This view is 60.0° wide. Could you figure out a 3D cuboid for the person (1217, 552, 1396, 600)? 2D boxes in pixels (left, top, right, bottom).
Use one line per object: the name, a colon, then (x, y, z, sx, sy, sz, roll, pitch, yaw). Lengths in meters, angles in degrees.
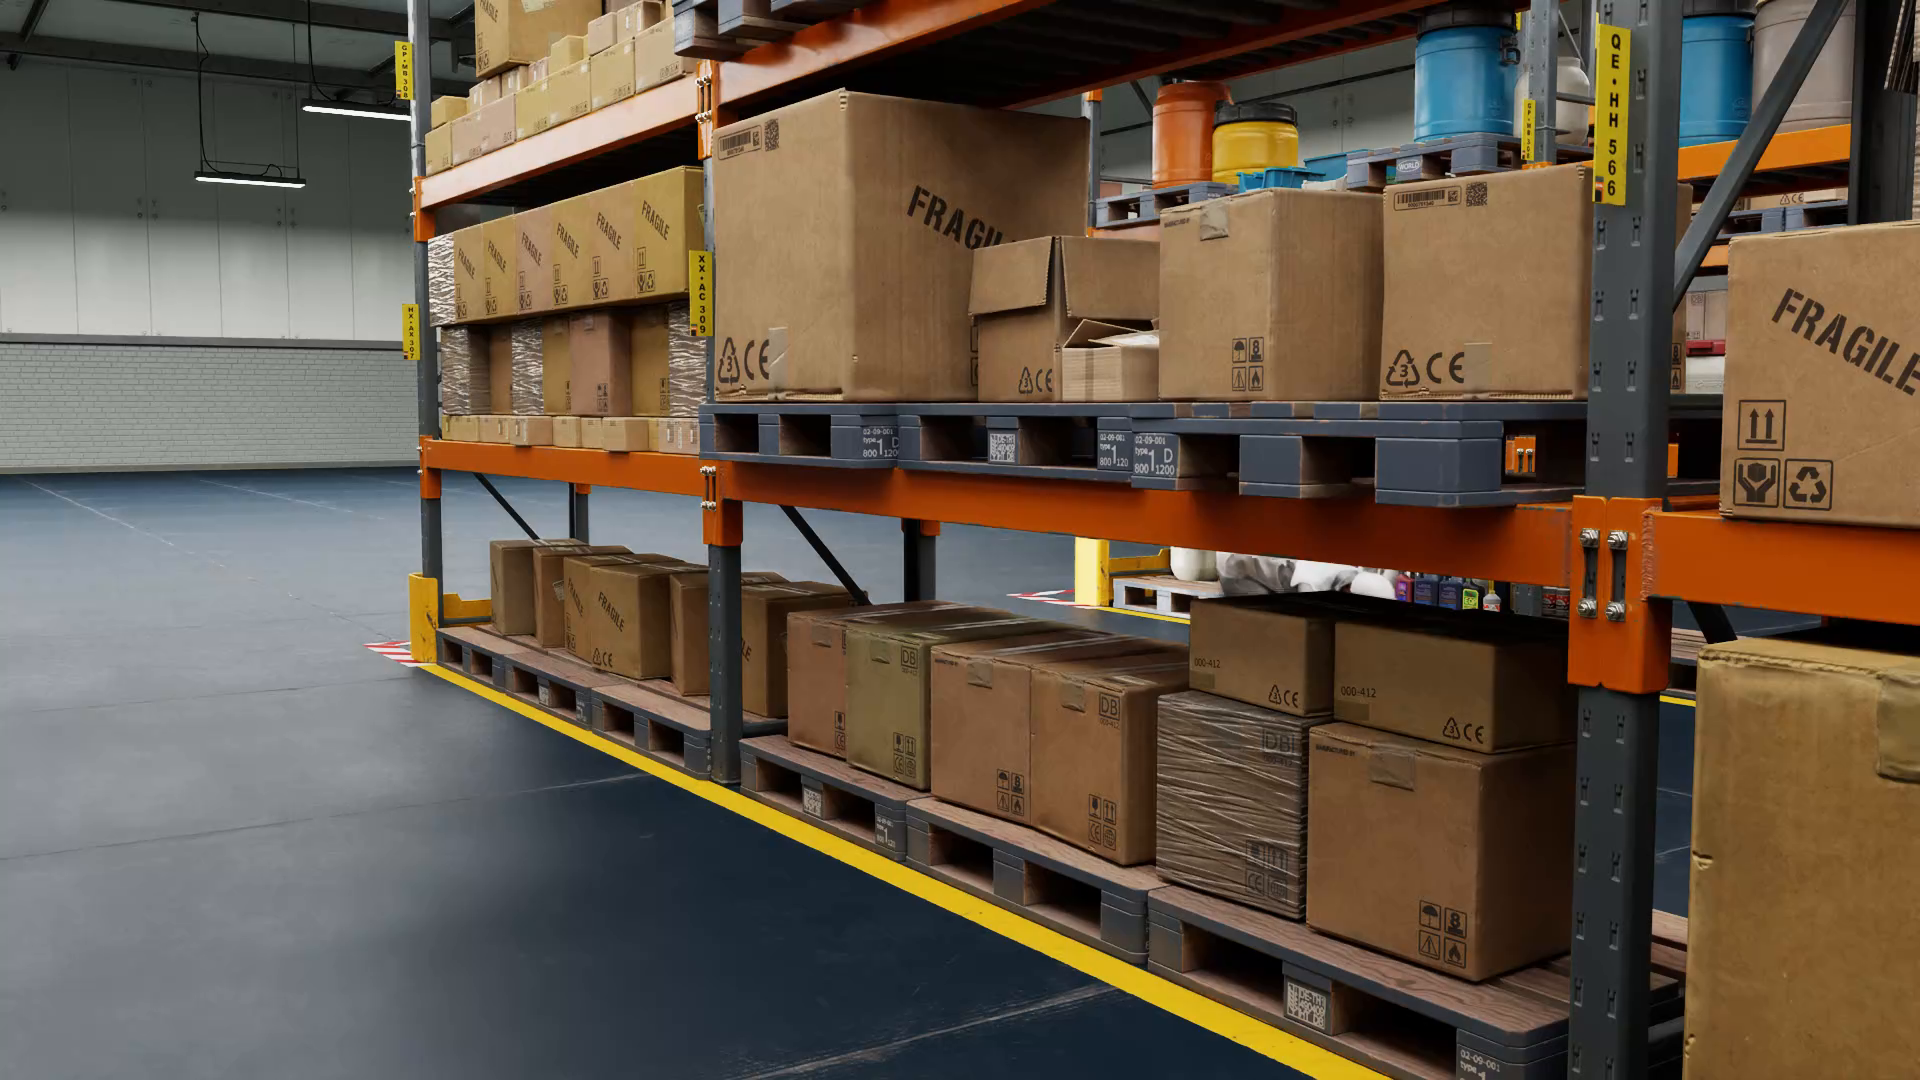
person: (1.712, 0.397, 8.149, 0.505, 0.915, 0.999, -3, 6, -36)
